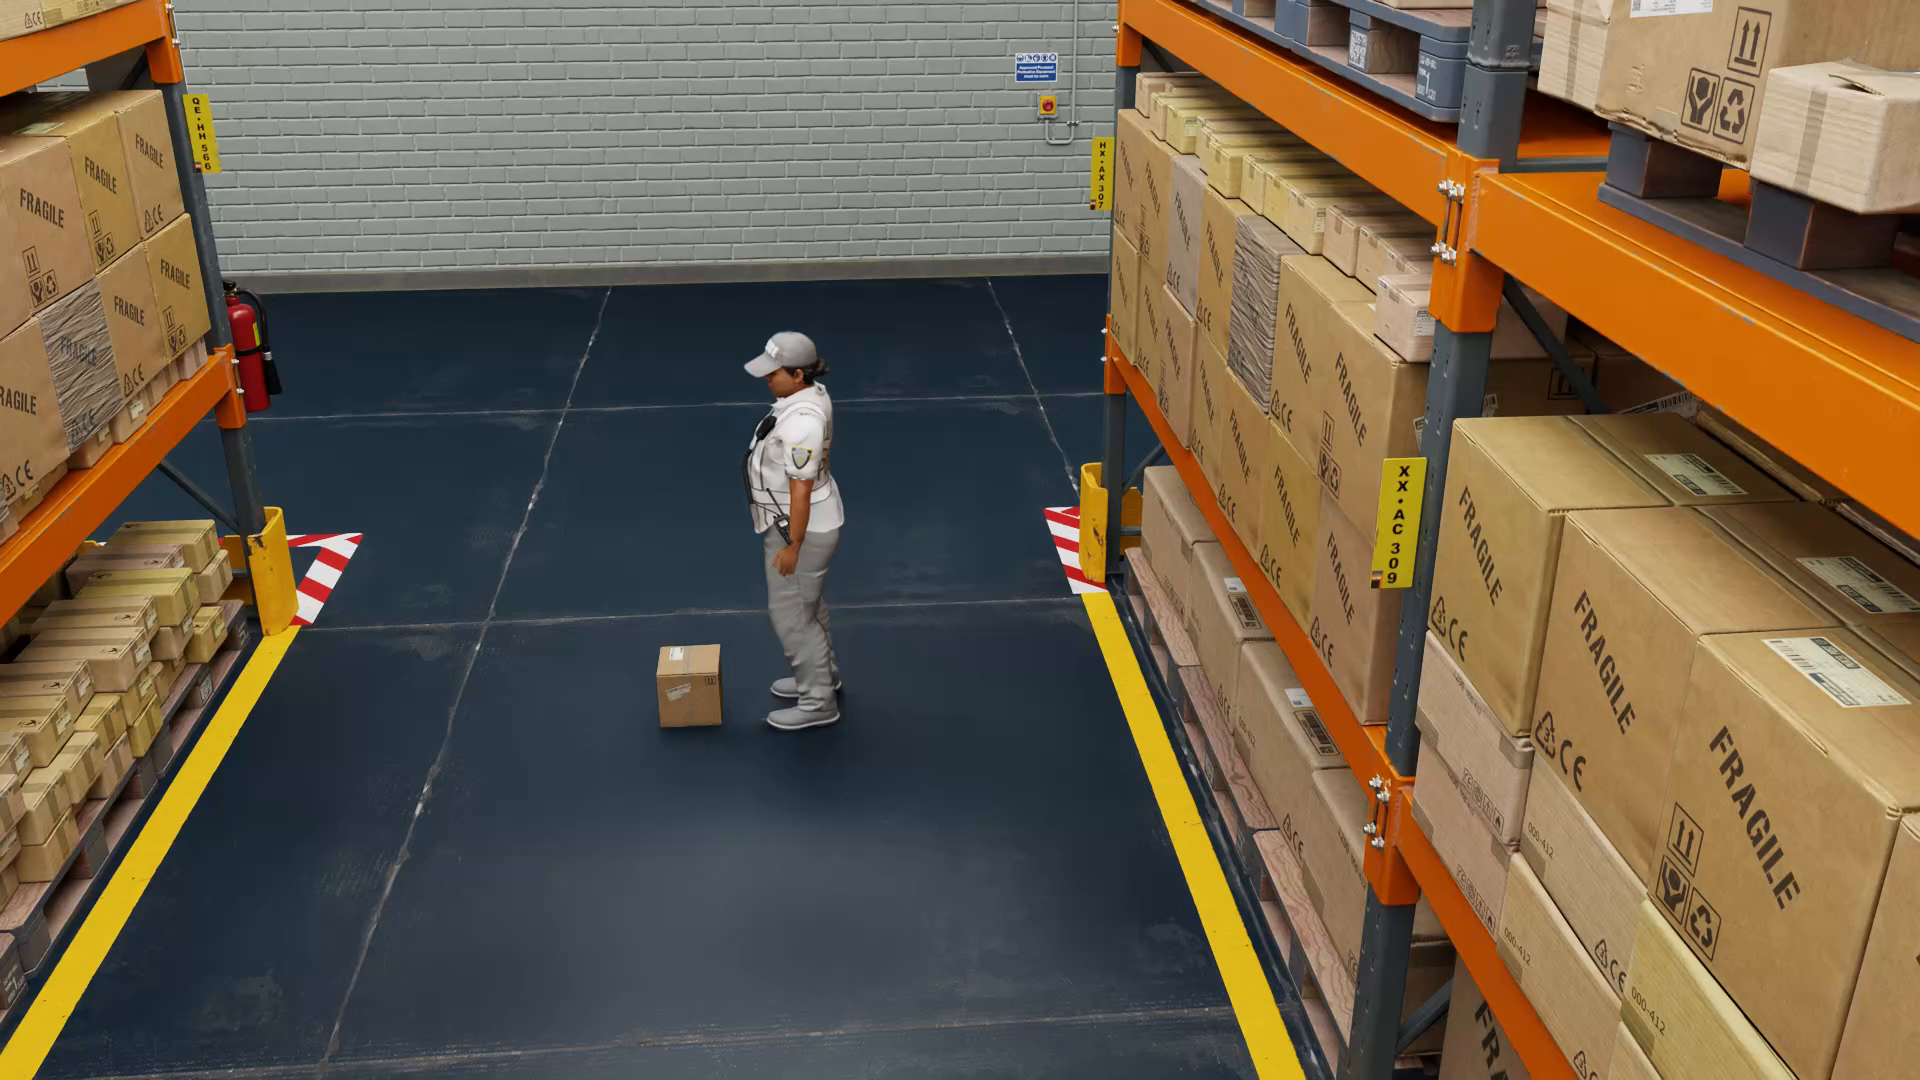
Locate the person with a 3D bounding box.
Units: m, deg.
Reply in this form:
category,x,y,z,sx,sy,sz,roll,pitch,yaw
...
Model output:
category,x,y,z,sx,sy,sz,roll,pitch,yaw
person,-0.660,-0.039,6.697,0.391,1.659,0.469,-2,24,-4
